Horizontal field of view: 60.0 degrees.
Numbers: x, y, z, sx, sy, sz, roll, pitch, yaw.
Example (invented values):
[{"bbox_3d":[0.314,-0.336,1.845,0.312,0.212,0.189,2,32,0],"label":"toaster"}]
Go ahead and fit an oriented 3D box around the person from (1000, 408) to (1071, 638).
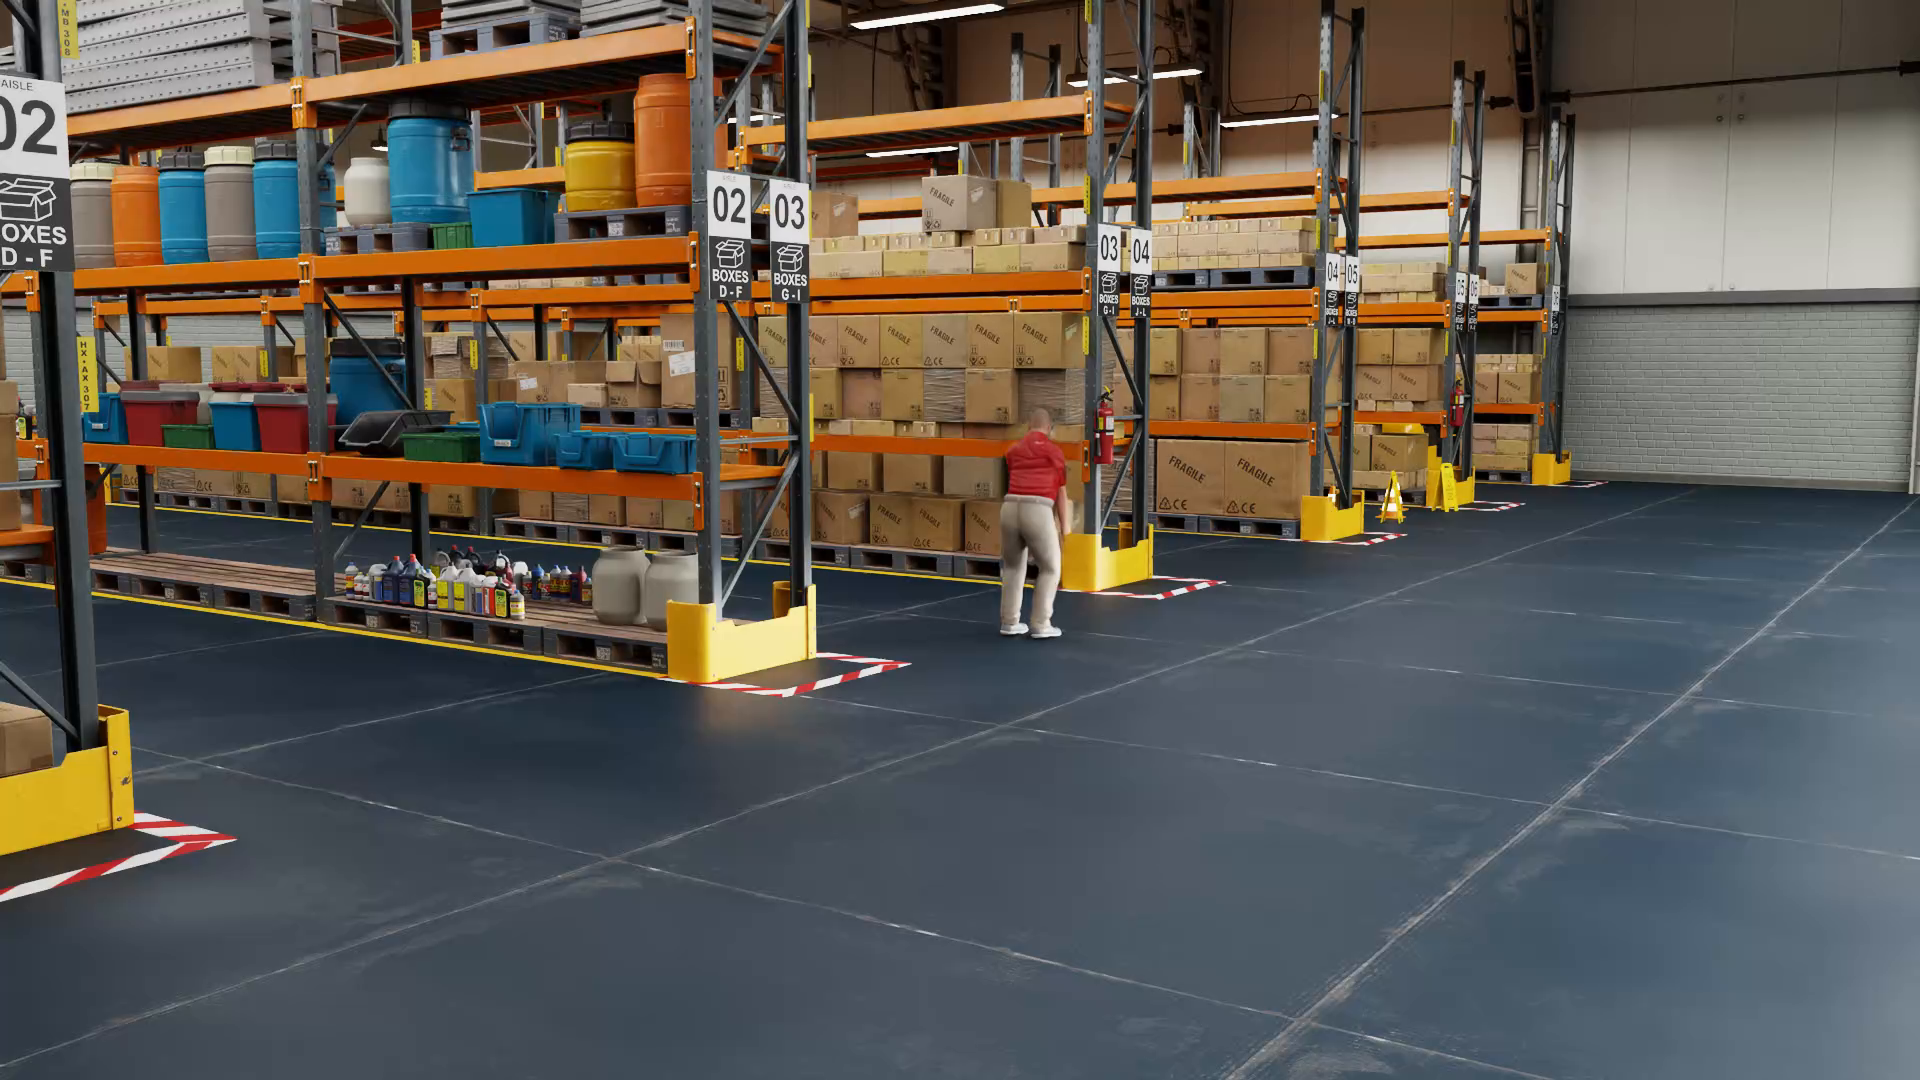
[{"bbox_3d":[0.545,-0.131,12.293,0.481,1.684,0.590,4,7,32],"label":"person"}]
